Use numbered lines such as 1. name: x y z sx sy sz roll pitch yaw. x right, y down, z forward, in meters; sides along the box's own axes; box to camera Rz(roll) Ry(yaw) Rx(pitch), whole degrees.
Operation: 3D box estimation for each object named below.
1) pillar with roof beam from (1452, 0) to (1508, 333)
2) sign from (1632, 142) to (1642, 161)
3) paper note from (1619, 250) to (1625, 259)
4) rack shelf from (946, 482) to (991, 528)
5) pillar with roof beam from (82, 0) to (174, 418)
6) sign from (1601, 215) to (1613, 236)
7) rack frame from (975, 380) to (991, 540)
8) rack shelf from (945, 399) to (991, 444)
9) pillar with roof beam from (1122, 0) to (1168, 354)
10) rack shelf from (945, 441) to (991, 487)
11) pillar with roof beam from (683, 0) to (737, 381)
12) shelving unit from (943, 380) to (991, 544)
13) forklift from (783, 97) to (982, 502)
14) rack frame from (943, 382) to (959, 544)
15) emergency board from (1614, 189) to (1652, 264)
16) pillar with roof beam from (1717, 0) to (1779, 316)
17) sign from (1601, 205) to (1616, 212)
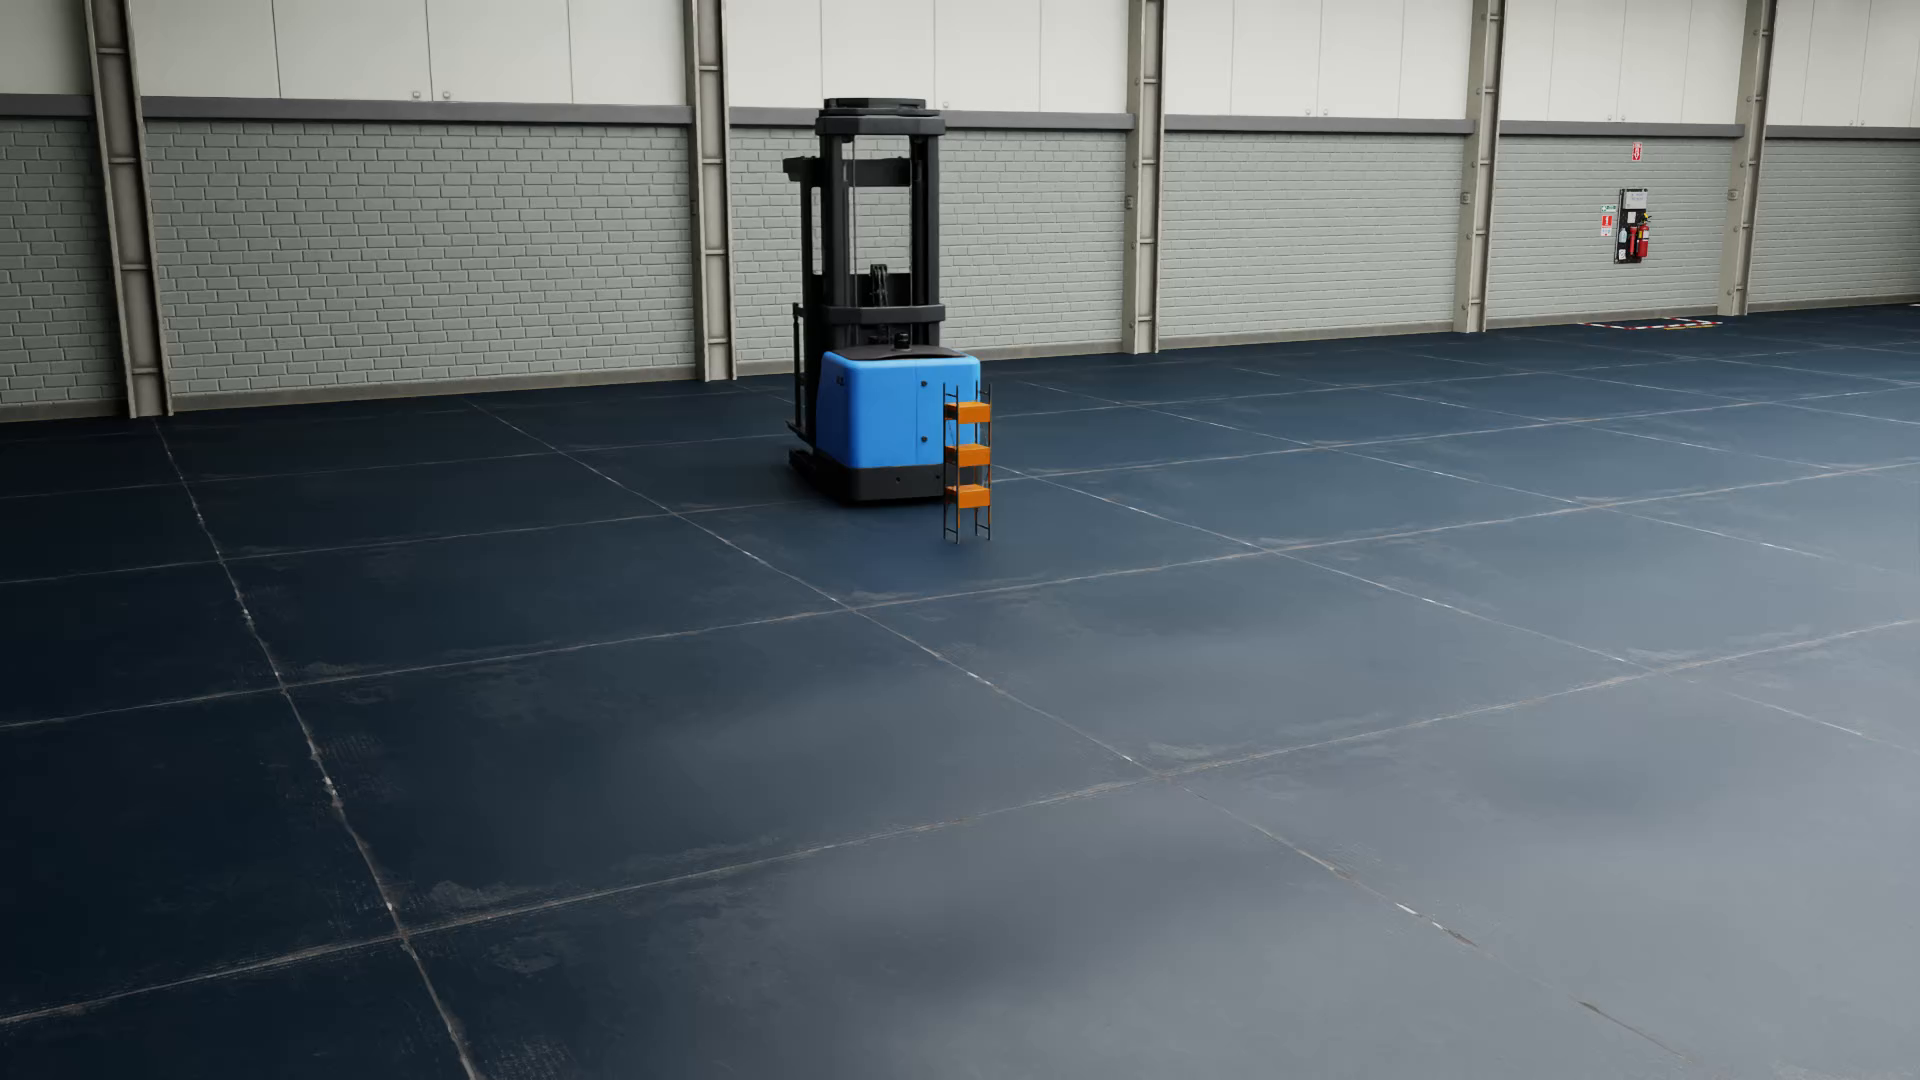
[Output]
1. pillar with roof beam: 9.740 -6.710 20.430 0.400 9.000 9.100 -7 14 -28
2. sign: 10.702 -6.141 26.284 0.199 0.298 0.001 -7 14 -28
3. paper note: 10.568 -4.557 26.530 0.142 0.148 0.016 -7 14 -28
4. rack shelf: 0.047 -0.236 11.082 0.240 0.259 0.215 -7 14 -28
5. pillar with roof beam: -6.059 -4.817 12.016 0.400 9.000 9.100 -7 14 -28
6. sign: 10.222 -4.971 26.283 0.234 0.329 0.001 -7 14 -28
7. rack frame: 0.154 -0.531 11.076 0.008 1.050 0.200 -7 14 -28
8. rack shelf: 0.047 -0.784 10.959 0.240 0.259 0.215 -7 14 -28
9. pillar with roof beam: 4.474 -6.079 17.625 0.400 9.000 9.100 -7 14 -28
10. rack shelf: 0.047 -0.507 11.021 0.240 0.259 0.215 -7 14 -28
11. pillar with roof beam: -0.793 -5.448 14.821 0.400 9.000 9.100 -7 14 -28
12. shelving unit: 0.047 -0.518 11.019 0.252 1.050 0.215 -7 14 -28
13. forklift: -0.770 -1.988 13.267 1.130 2.935 3.031 -4 13 -17
14. rack frame: -0.060 -0.505 10.962 0.008 1.050 0.200 -7 14 -28
15. emergency board: 10.757 -4.992 26.457 0.643 1.169 0.194 -7 14 -28
16. pillar with roof beam: 15.007 -7.341 23.235 0.400 9.000 9.100 -7 14 -28
17. sign: 10.230 -5.228 26.220 0.331 0.109 0.001 -7 14 -28
